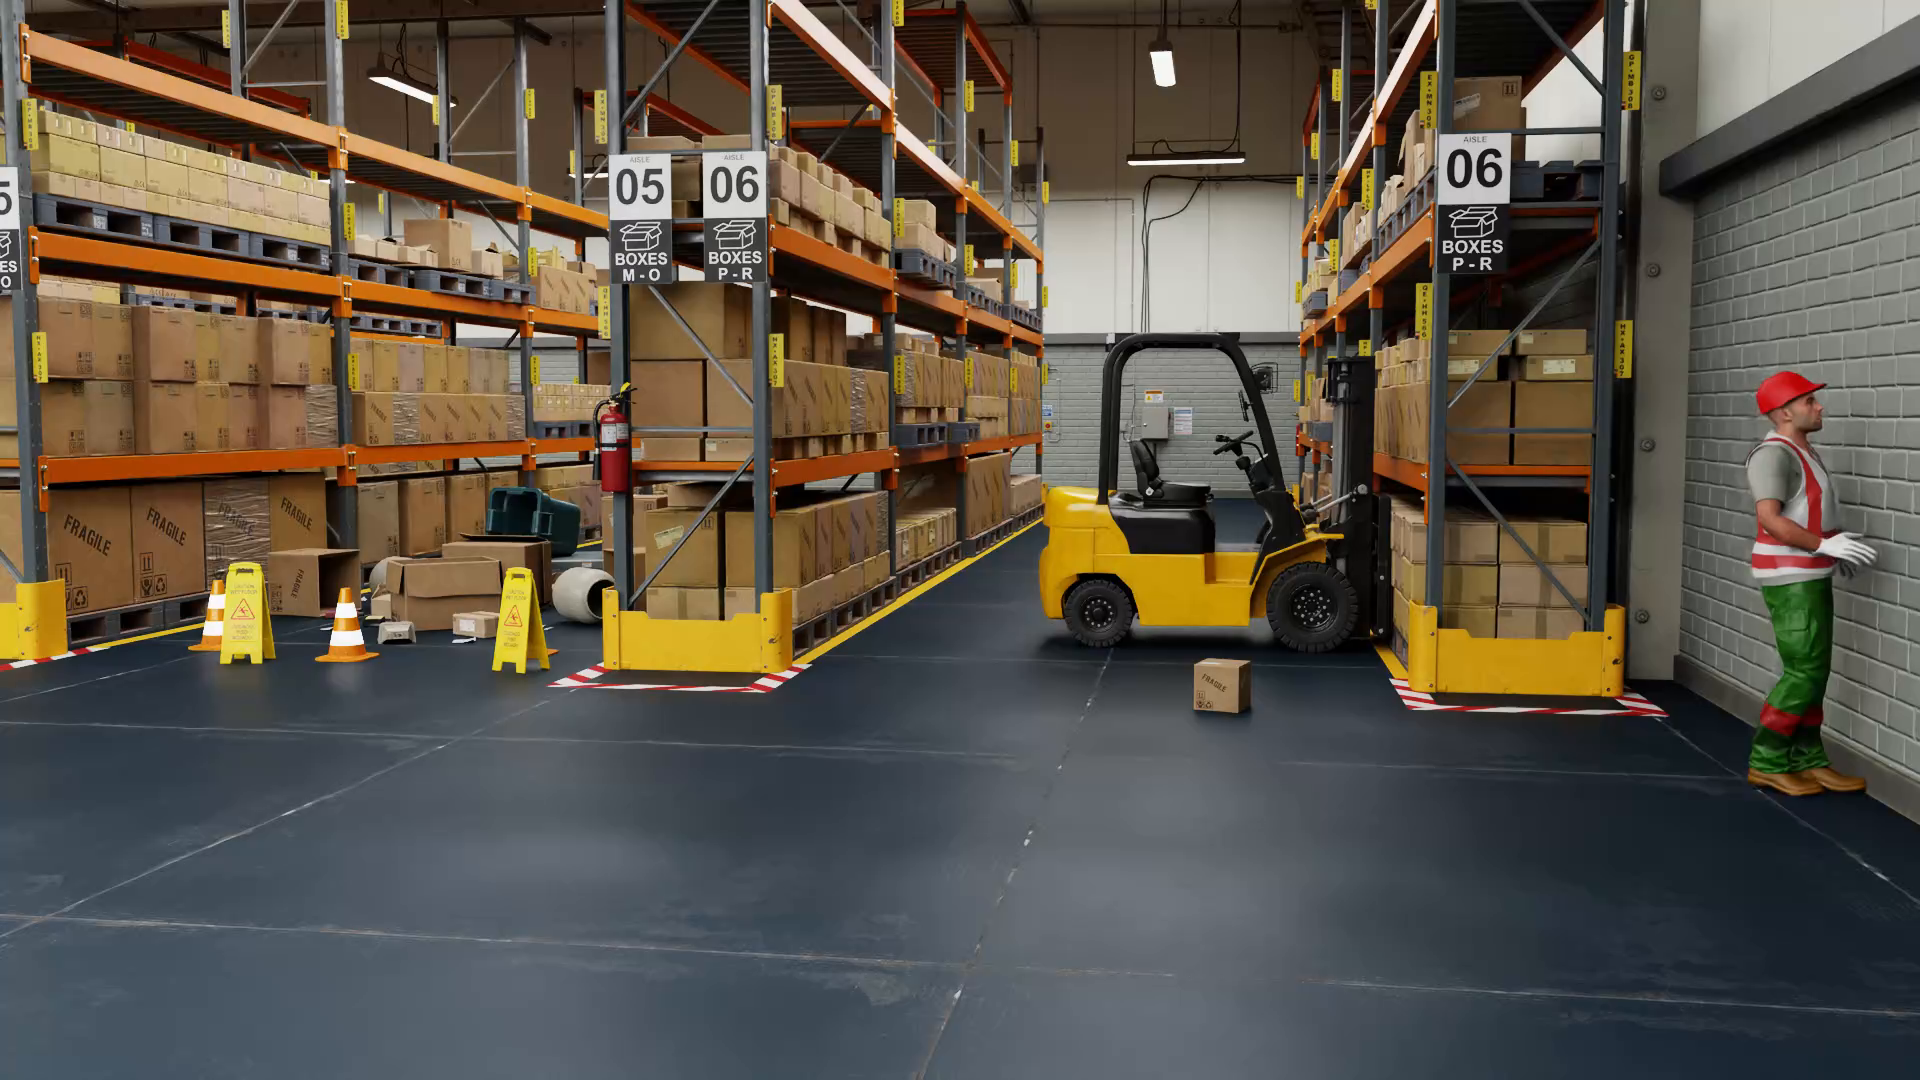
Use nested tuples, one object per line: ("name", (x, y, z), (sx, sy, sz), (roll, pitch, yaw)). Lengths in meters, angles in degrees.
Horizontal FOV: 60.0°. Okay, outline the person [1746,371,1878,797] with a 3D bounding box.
("person", (3.623, 0.182, 7.041), (0.509, 1.786, 0.655), (3, 6, 38))
